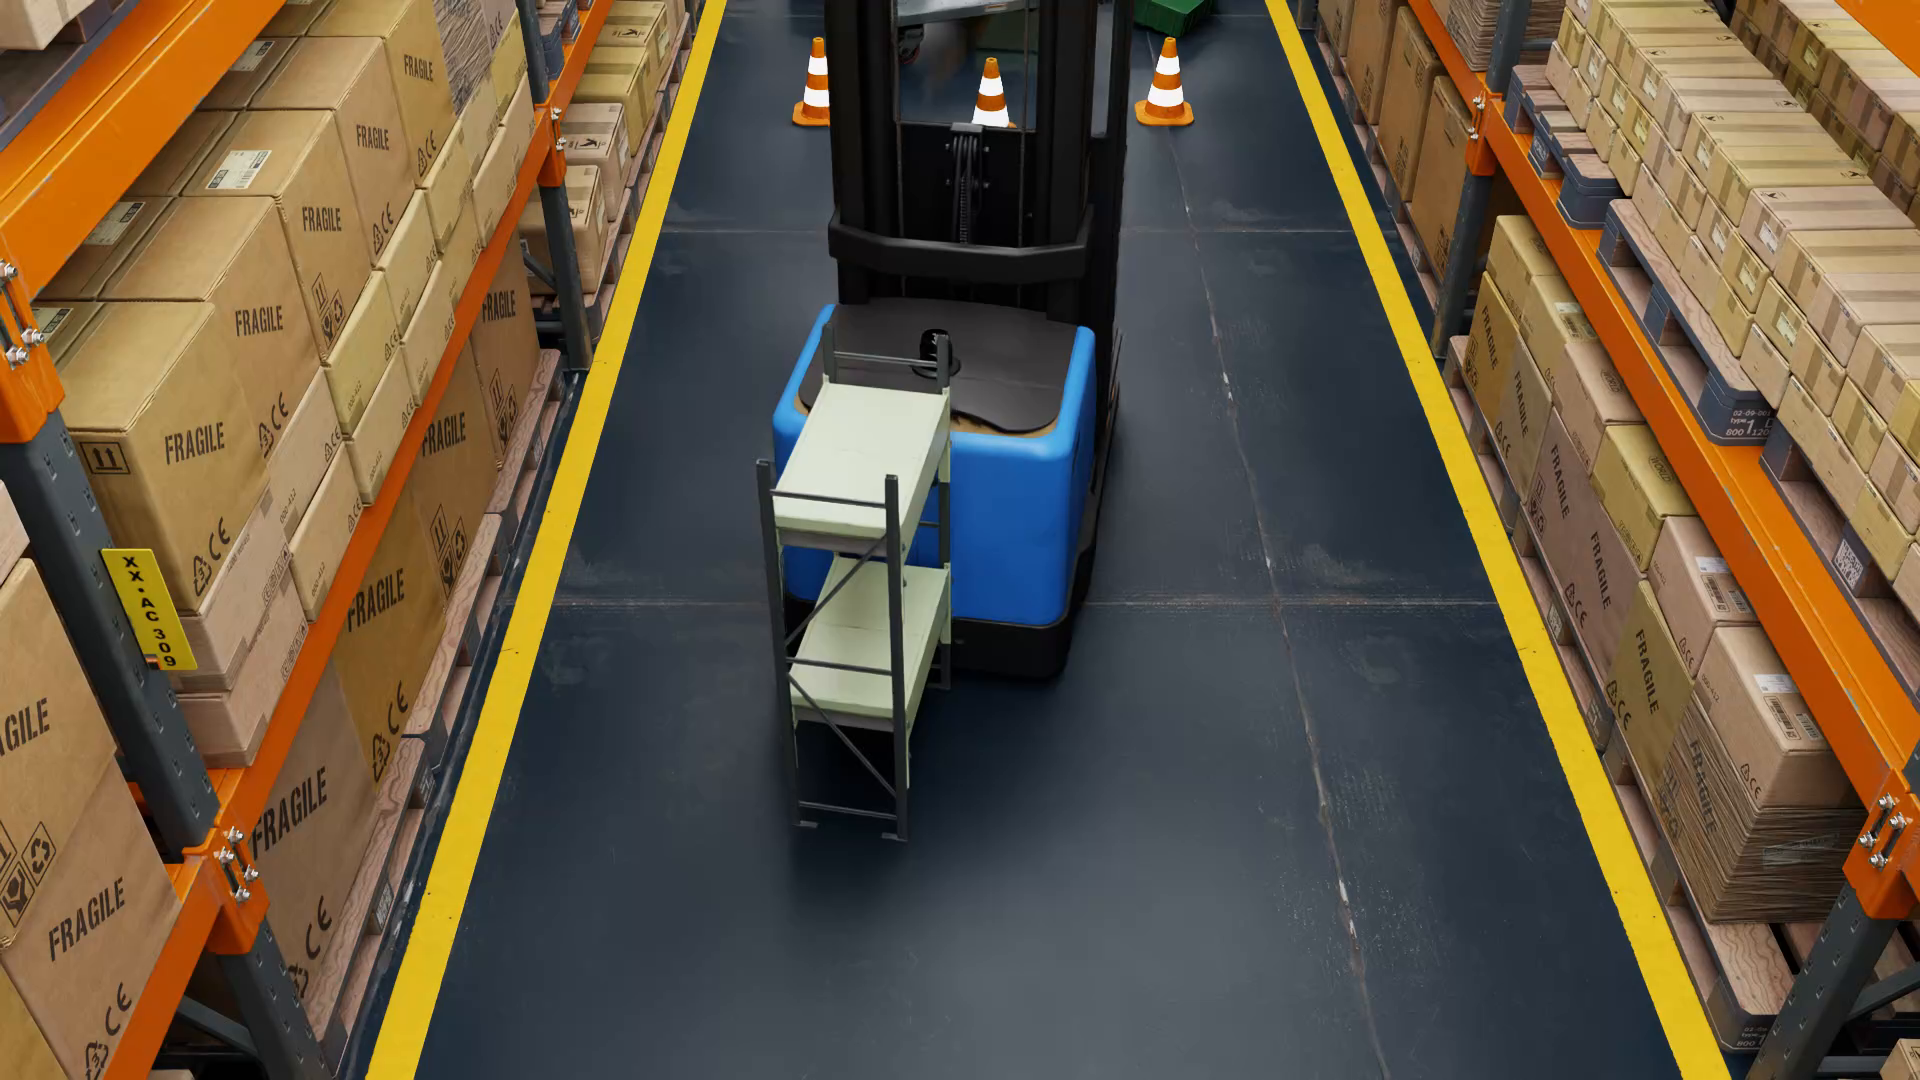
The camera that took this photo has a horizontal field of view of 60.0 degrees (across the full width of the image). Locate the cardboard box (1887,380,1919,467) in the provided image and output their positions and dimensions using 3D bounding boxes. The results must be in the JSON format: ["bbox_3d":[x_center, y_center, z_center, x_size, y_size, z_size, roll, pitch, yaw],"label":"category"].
[{"bbox_3d":[2.537,-0.267,4.074,0.380,0.149,0.250,-1,39,-1],"label":"cardboard box"}]

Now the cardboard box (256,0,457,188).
[{"bbox_3d":[-1.956,-1.460,5.293,0.500,0.500,0.500,0,39,0],"label":"cardboard box"}]

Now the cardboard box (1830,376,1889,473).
[{"bbox_3d":[2.537,-0.301,4.354,0.380,0.149,0.250,2,39,2],"label":"cardboard box"}]

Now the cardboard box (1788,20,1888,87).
[{"bbox_3d":[3.187,-1.723,5.891,0.380,0.149,0.250,1,39,1],"label":"cardboard box"}]

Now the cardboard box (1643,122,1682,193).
[{"bbox_3d":[2.535,-1.281,5.577,0.380,0.149,0.250,0,39,0],"label":"cardboard box"}]

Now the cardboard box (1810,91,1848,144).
[{"bbox_3d":[3.190,-1.437,5.772,0.380,0.149,0.250,0,39,0],"label":"cardboard box"}]

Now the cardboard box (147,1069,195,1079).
[{"bbox_3d":[-2.323,1.745,3.887,0.875,0.438,0.875,-1,39,-1],"label":"cardboard box"}]

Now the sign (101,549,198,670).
[{"bbox_3d":[-1.661,0.146,3.413,0.100,0.325,0.005,0,39,0],"label":"sign"}]

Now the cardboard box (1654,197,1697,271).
[{"bbox_3d":[2.531,-1.009,5.475,0.380,0.149,0.250,0,39,1],"label":"cardboard box"}]

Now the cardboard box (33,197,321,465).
[{"bbox_3d":[-1.957,-0.506,4.104,0.500,0.500,0.500,0,39,0],"label":"cardboard box"}]

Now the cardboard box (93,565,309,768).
[{"bbox_3d":[-1.953,0.299,4.098,0.500,0.250,0.500,-1,39,-1],"label":"cardboard box"}]

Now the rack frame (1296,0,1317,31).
[{"bbox_3d":[2.725,-4.553,10.033,1.000,3.000,0.127,0,39,0],"label":"rack frame"}]

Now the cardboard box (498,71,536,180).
[{"bbox_3d":[-1.960,-1.611,6.481,0.500,0.250,0.500,-1,39,-2],"label":"cardboard box"}]

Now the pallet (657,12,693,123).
[{"bbox_3d":[-2.223,-2.912,10.214,1.003,0.211,1.213,0,39,0],"label":"pallet"}]

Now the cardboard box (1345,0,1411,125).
[{"bbox_3d":[2.813,-2.848,9.368,1.050,0.750,0.750,0,39,0],"label":"cardboard box"}]

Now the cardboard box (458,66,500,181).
[{"bbox_3d":[-1.962,-1.498,5.941,0.500,0.250,0.500,-1,39,-1],"label":"cardboard box"}]

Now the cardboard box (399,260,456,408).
[{"bbox_3d":[-1.931,-0.657,5.291,0.500,0.250,0.500,-1,39,-1],"label":"cardboard box"}]

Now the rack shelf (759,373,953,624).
[{"bbox_3d":[-0.300,-0.142,5.101,0.431,0.370,0.720,7,39,8],"label":"rack shelf"}]

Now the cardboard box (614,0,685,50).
[{"bbox_3d":[-2.222,-3.297,10.231,0.950,0.372,0.625,0,39,1],"label":"cardboard box"}]

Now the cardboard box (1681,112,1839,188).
[{"bbox_3d":[2.539,-1.239,5.287,0.380,0.149,0.250,1,39,1],"label":"cardboard box"}]

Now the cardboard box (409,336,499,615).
[{"bbox_3d":[-2.306,-0.330,6.126,0.875,0.875,0.875,0,39,1],"label":"cardboard box"}]

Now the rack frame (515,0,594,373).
[{"bbox_3d":[-2.221,-1.985,6.828,1.000,3.000,0.127,0,39,0],"label":"rack frame"}]

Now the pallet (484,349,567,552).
[{"bbox_3d":[-2.295,-0.404,7.085,1.003,0.211,1.213,0,39,0],"label":"pallet"}]

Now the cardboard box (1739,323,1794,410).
[{"bbox_3d":[2.530,-0.514,4.857,0.380,0.149,0.250,-2,39,-2],"label":"cardboard box"}]

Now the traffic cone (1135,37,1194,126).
[{"bbox_3d":[1.216,-2.724,9.779,0.336,0.463,0.334,0,39,0],"label":"traffic cone"}]

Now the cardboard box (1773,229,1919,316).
[{"bbox_3d":[2.541,-0.747,4.673,0.380,0.149,0.250,-1,39,-2],"label":"cardboard box"}]

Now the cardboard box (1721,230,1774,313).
[{"bbox_3d":[2.531,-0.805,4.984,0.380,0.149,0.250,0,39,0],"label":"cardboard box"}]

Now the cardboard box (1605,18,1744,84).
[{"bbox_3d":[2.535,-1.739,5.911,0.380,0.149,0.250,0,39,0],"label":"cardboard box"}]

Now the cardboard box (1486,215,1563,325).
[{"bbox_3d":[2.488,-1.102,6.789,0.500,0.250,0.500,-2,39,-2],"label":"cardboard box"}]

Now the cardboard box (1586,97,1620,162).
[{"bbox_3d":[2.529,-1.501,6.090,0.380,0.149,0.250,2,39,2],"label":"cardboard box"}]

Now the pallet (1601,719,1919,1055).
[{"bbox_3d":[2.732,1.051,5.270,1.003,0.211,1.213,0,39,0],"label":"pallet"}]

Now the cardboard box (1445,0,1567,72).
[{"bbox_3d":[2.460,-2.372,7.232,0.500,0.500,0.500,0,39,0],"label":"cardboard box"}]

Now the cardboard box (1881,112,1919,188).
[{"bbox_3d":[3.188,-1.235,5.282,0.380,0.149,0.250,2,39,2],"label":"cardboard box"}]

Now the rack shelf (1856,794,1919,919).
[{"bbox_3d":[2.736,1.981,2.455,1.077,0.370,4.000,0,39,0],"label":"rack shelf"}]

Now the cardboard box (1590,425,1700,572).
[{"bbox_3d":[2.478,-0.149,5.601,0.500,0.250,0.500,-2,39,-2],"label":"cardboard box"}]

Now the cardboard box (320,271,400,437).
[{"bbox_3d":[-1.937,-0.537,4.742,0.500,0.250,0.500,0,39,1],"label":"cardboard box"}]

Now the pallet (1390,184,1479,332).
[{"bbox_3d":[2.804,-1.457,8.399,1.003,0.211,1.213,0,39,0],"label":"pallet"}]

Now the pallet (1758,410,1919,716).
[{"bbox_3d":[2.878,0.046,4.447,1.003,0.211,1.213,0,39,0],"label":"pallet"}]

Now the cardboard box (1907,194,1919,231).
[{"bbox_3d":[3.189,-0.957,5.173,0.380,0.149,0.250,-1,39,-1],"label":"cardboard box"}]

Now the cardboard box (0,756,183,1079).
[{"bbox_3d":[-1.960,0.767,3.314,0.500,0.500,0.500,0,39,0],"label":"cardboard box"}]

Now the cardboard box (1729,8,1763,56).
[{"bbox_3d":[3.185,-1.925,6.381,0.380,0.149,0.250,1,39,1],"label":"cardboard box"}]

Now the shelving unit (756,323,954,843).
[{"bbox_3d":[-0.300,0.162,5.346,0.431,1.500,0.755,7,39,8],"label":"shelving unit"}]

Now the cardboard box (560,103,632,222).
[{"bbox_3d":[-2.220,-1.938,8.536,0.950,0.372,0.625,-1,39,-1],"label":"cardboard box"}]

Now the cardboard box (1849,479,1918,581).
[{"bbox_3d":[2.534,-0.027,4.250,0.380,0.149,0.250,0,39,0],"label":"cardboard box"}]

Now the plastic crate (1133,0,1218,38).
[{"bbox_3d":[1.414,-3.586,11.029,0.450,0.188,0.662,27,45,16],"label":"plastic crate"}]

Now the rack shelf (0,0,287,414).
[{"bbox_3d":[-2.218,-1.624,4.555,1.077,0.370,4.000,0,39,0],"label":"rack shelf"}]

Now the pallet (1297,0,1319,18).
[{"bbox_3d":[2.802,-3.941,11.499,1.003,0.211,1.213,0,39,0],"label":"pallet"}]

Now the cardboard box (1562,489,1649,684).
[{"bbox_3d":[2.485,0.157,5.819,0.500,0.500,0.500,-1,39,-1],"label":"cardboard box"}]

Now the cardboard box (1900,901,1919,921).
[{"bbox_3d":[2.998,0.799,5.018,0.500,0.500,0.500,1,39,2],"label":"cardboard box"}]

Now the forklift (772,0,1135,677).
[{"bbox_3d":[0.105,-1.569,6.364,1.130,2.935,3.031,6,39,8],"label":"forklift"}]

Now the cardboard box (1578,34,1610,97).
[{"bbox_3d":[2.531,-1.762,6.177,0.380,0.149,0.250,2,39,2],"label":"cardboard box"}]

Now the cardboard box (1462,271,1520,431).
[{"bbox_3d":[2.475,-0.798,7.010,0.500,0.500,0.500,-2,39,-2],"label":"cardboard box"}]
